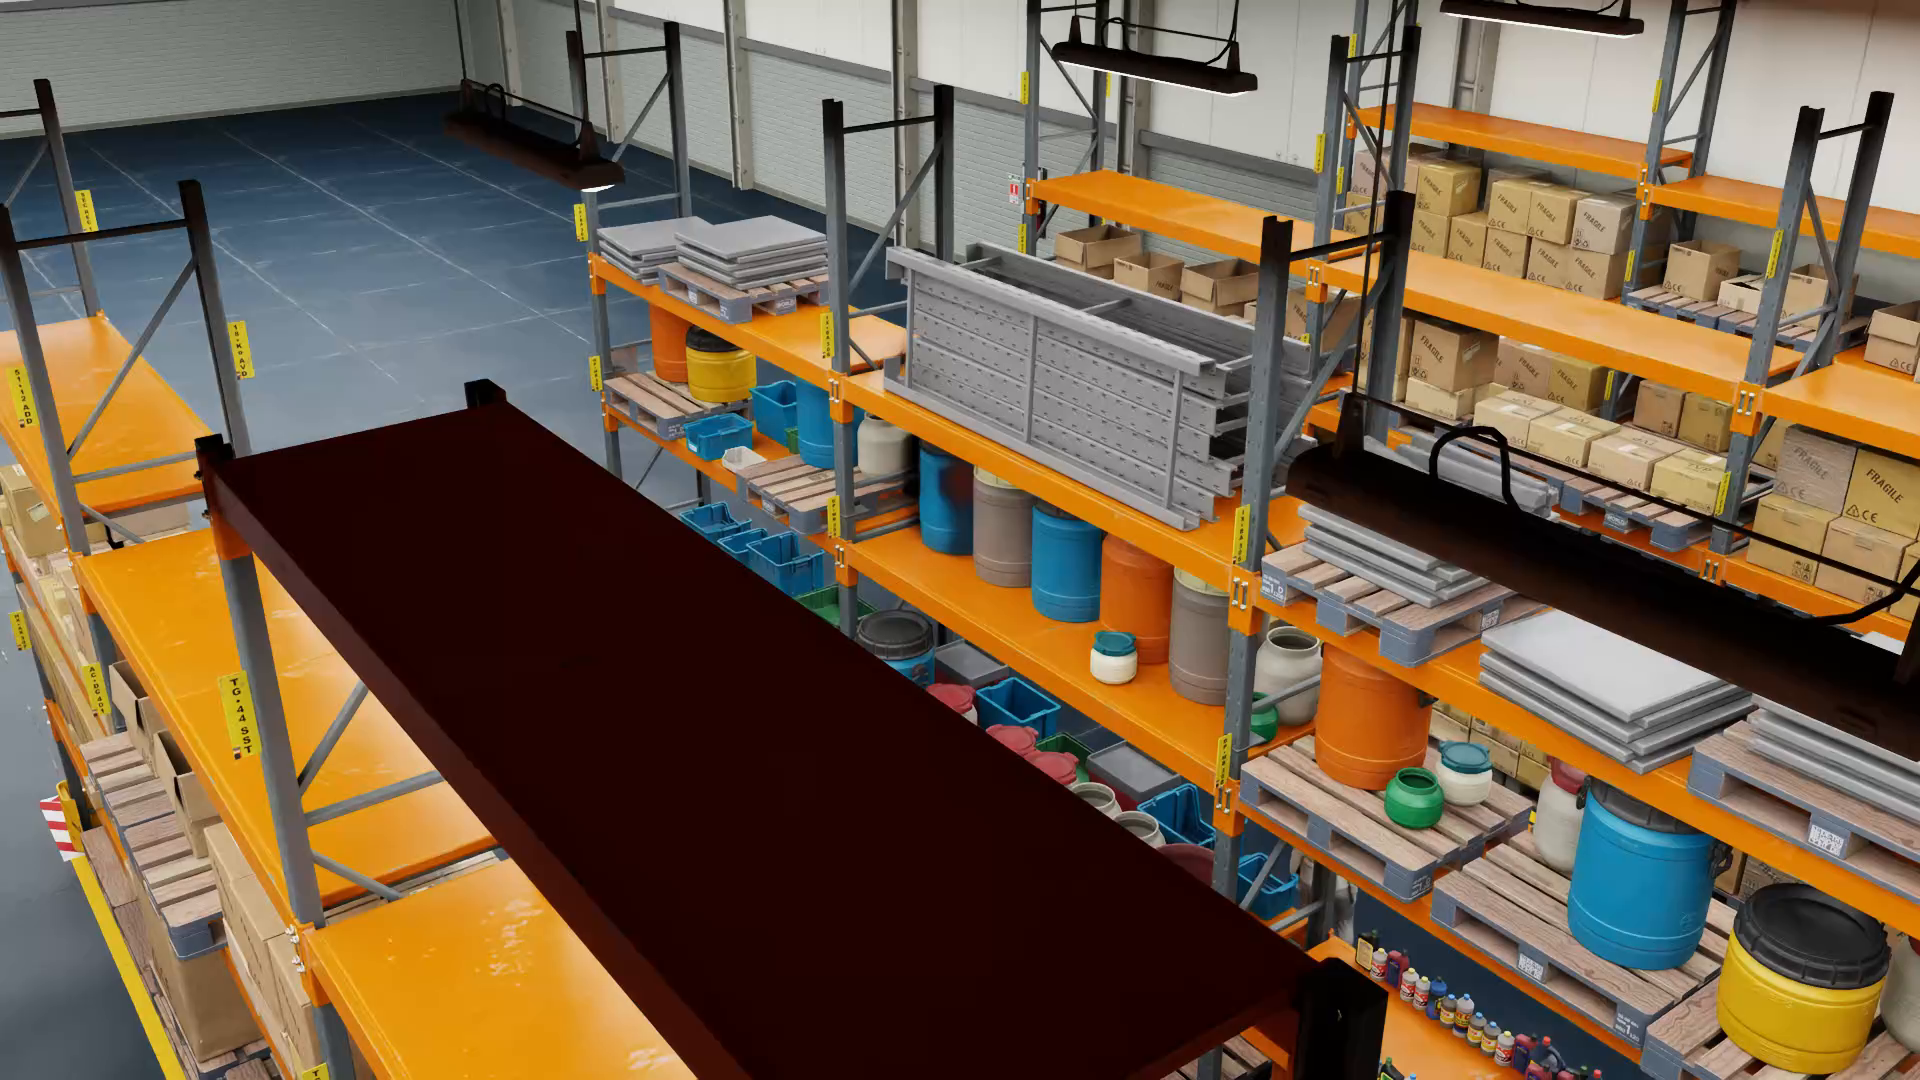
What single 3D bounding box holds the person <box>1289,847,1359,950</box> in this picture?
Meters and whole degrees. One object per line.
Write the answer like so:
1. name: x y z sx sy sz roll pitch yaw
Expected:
1. person: 2.605 2.437 11.761 0.564 1.721 0.369 7 26 15
